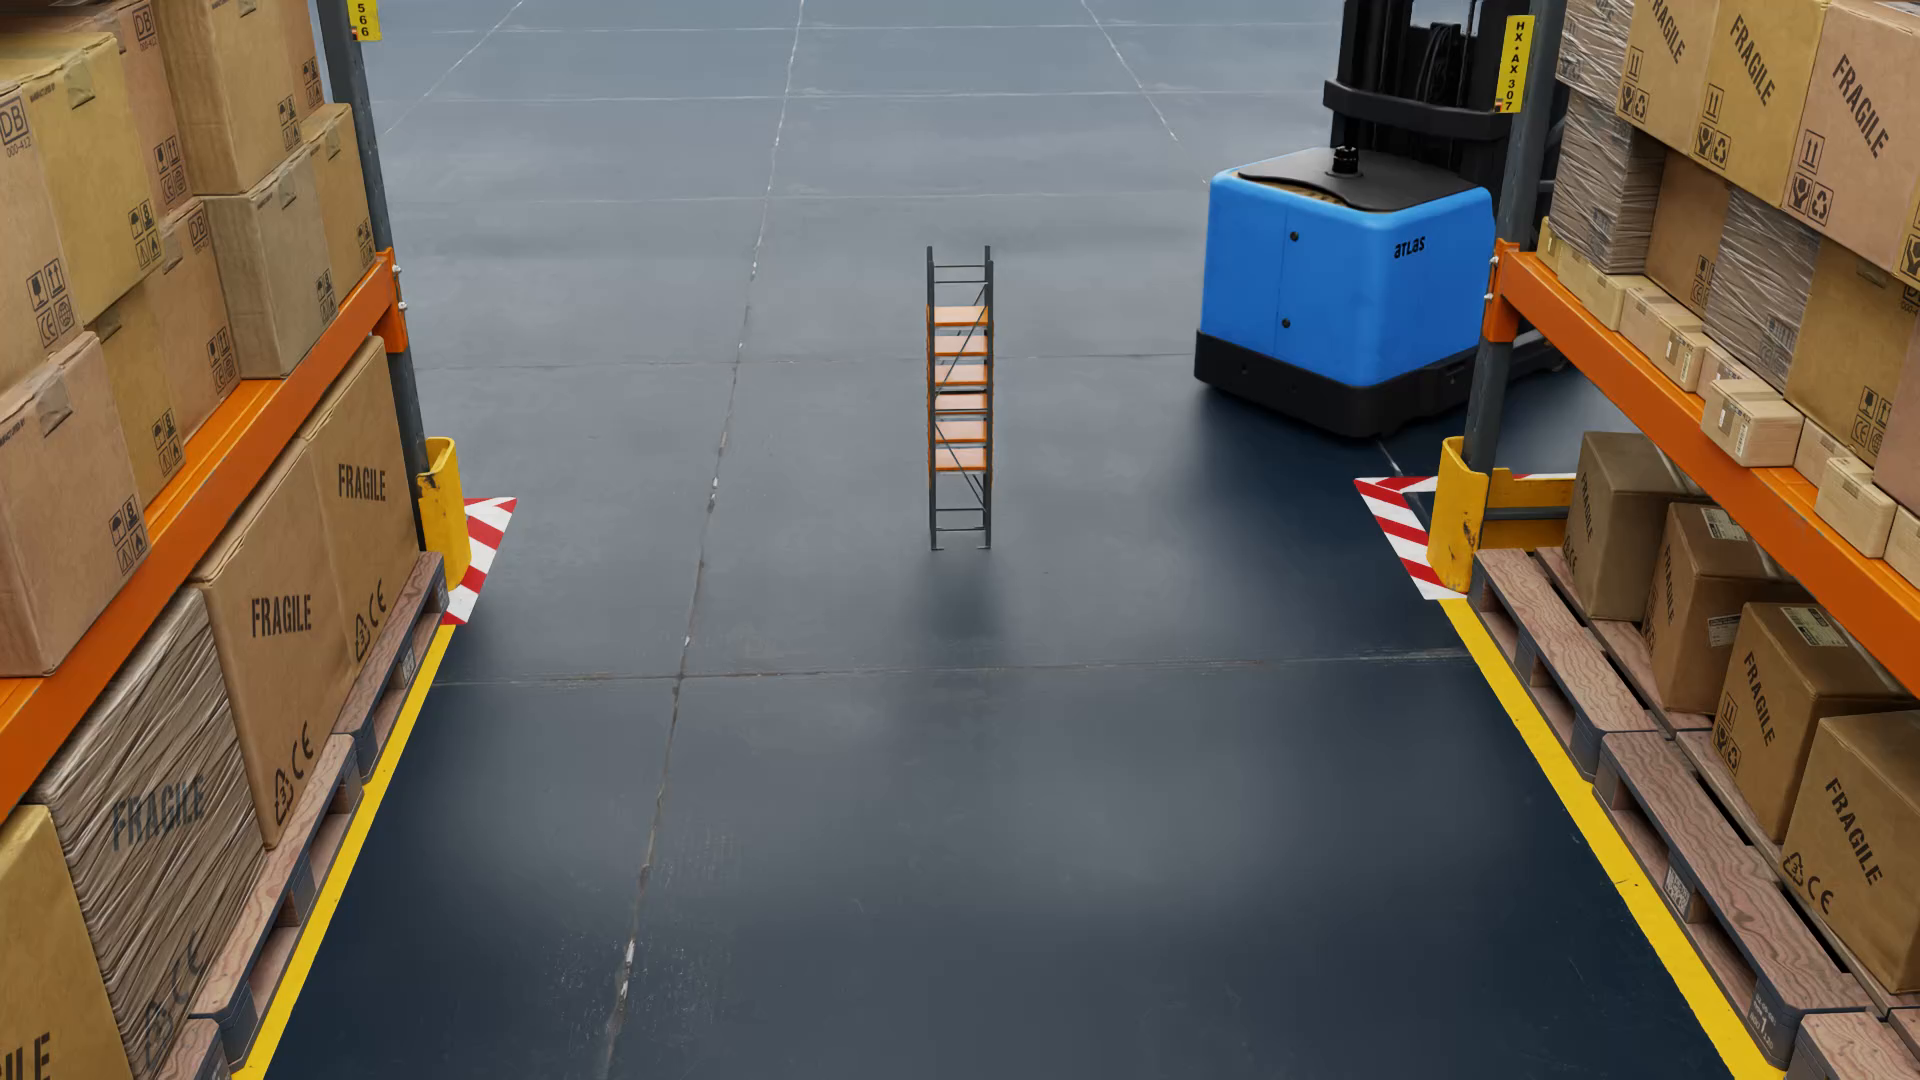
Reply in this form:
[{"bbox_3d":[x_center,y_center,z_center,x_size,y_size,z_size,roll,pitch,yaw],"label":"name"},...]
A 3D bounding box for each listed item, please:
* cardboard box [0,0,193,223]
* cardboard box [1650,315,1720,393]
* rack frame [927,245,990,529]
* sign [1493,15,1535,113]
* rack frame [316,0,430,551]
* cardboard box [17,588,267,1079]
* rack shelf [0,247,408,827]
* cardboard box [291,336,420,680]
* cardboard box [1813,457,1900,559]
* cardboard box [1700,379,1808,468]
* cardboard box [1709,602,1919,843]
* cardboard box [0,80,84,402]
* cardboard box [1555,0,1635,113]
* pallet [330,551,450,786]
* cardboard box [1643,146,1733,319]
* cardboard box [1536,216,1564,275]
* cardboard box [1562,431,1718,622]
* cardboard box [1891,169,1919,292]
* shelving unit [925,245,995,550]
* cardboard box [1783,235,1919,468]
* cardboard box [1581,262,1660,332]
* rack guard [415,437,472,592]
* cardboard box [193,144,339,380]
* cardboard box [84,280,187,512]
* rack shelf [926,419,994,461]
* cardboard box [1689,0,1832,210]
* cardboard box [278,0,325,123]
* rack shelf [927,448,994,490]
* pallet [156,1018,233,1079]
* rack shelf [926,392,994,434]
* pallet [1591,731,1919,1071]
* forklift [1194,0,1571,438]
[{"bbox_3d":[-2.523,-1.041,4.173,0.875,0.550,0.550,-1,28,-3],"label":"cardboard box"},{"bbox_3d":[2.249,-0.544,4.821,0.380,0.149,0.250,-1,28,-3],"label":"cardboard box"},{"bbox_3d":[-0.006,-0.581,6.566,0.240,1.200,0.006,-1,28,-3],"label":"rack frame"},{"bbox_3d":[1.898,-1.626,5.687,0.100,0.325,0.005,-1,28,-3],"label":"sign"},{"bbox_3d":[-2.518,-1.182,5.773,1.000,3.000,0.127,-1,28,-3],"label":"rack frame"},{"bbox_3d":[-2.323,0.713,3.983,0.875,0.875,0.875,-1,28,-2],"label":"cardboard box"},{"bbox_3d":[-2.414,0.061,4.168,1.077,0.370,4.000,-1,28,-3],"label":"rack shelf"},{"bbox_3d":[-2.417,-0.115,5.569,0.875,0.875,0.875,-1,28,-2],"label":"cardboard box"},{"bbox_3d":[2.281,-0.082,3.935,0.380,0.149,0.250,-1,28,-3],"label":"cardboard box"},{"bbox_3d":[2.198,-0.311,4.375,0.380,0.149,0.250,-1,28,-3],"label":"cardboard box"},{"bbox_3d":[2.535,0.521,4.757,0.500,0.500,0.500,1,28,2],"label":"cardboard box"},{"bbox_3d":[-2.330,-0.555,3.241,0.875,0.550,0.550,-1,28,-3],"label":"cardboard box"},{"bbox_3d":[2.197,-1.614,5.090,0.500,0.500,0.500,-1,28,-3],"label":"cardboard box"},{"bbox_3d":[-2.398,0.422,5.713,1.003,0.211,1.213,-1,28,-3],"label":"pallet"},{"bbox_3d":[2.587,-0.949,4.895,0.875,0.500,0.500,-1,28,-3],"label":"cardboard box"},{"bbox_3d":[2.217,-1.006,5.707,0.380,0.149,0.250,-1,28,-3],"label":"cardboard box"},{"bbox_3d":[2.456,-0.044,5.840,0.500,0.500,0.500,4,28,7],"label":"cardboard box"},{"bbox_3d":[2.298,-0.690,3.319,0.500,0.500,0.500,-1,28,-3],"label":"cardboard box"},{"bbox_3d":[-0.001,-0.539,6.485,0.258,1.200,0.189,-1,28,-3],"label":"shelving unit"},{"bbox_3d":[2.585,-0.486,4.007,0.875,0.500,0.500,-1,28,-3],"label":"cardboard box"},{"bbox_3d":[2.209,-0.775,5.263,0.380,0.149,0.250,-1,28,-3],"label":"cardboard box"},{"bbox_3d":[-2.520,-0.085,6.372,1.175,0.500,0.348,-1,28,-3],"label":"rack guard"},{"bbox_3d":[-2.403,-0.825,4.926,0.875,0.550,0.550,-1,28,-3],"label":"cardboard box"},{"bbox_3d":[-2.430,-0.319,3.956,0.875,0.550,0.500,-1,28,-3],"label":"cardboard box"},{"bbox_3d":[-0.001,-0.393,6.561,0.258,0.103,0.180,-1,28,-3],"label":"rack shelf"},{"bbox_3d":[2.243,-1.152,4.204,0.500,0.500,0.500,-1,28,-3],"label":"cardboard box"},{"bbox_3d":[-2.538,-1.555,5.158,0.875,0.550,0.550,-1,28,-3],"label":"cardboard box"},{"bbox_3d":[-0.001,-0.286,6.617,0.258,0.103,0.180,-1,28,-3],"label":"rack shelf"},{"bbox_3d":[-2.271,1.549,3.553,1.003,0.211,1.213,-1,28,-3],"label":"pallet"},{"bbox_3d":[-0.001,-0.499,6.506,0.258,0.103,0.180,-1,28,-3],"label":"rack shelf"},{"bbox_3d":[2.512,0.954,4.692,1.003,0.211,1.213,-1,28,-3],"label":"pallet"},{"bbox_3d":[2.597,-2.313,8.014,3.031,2.935,1.130,-21,34,-35],"label":"forklift"}]
